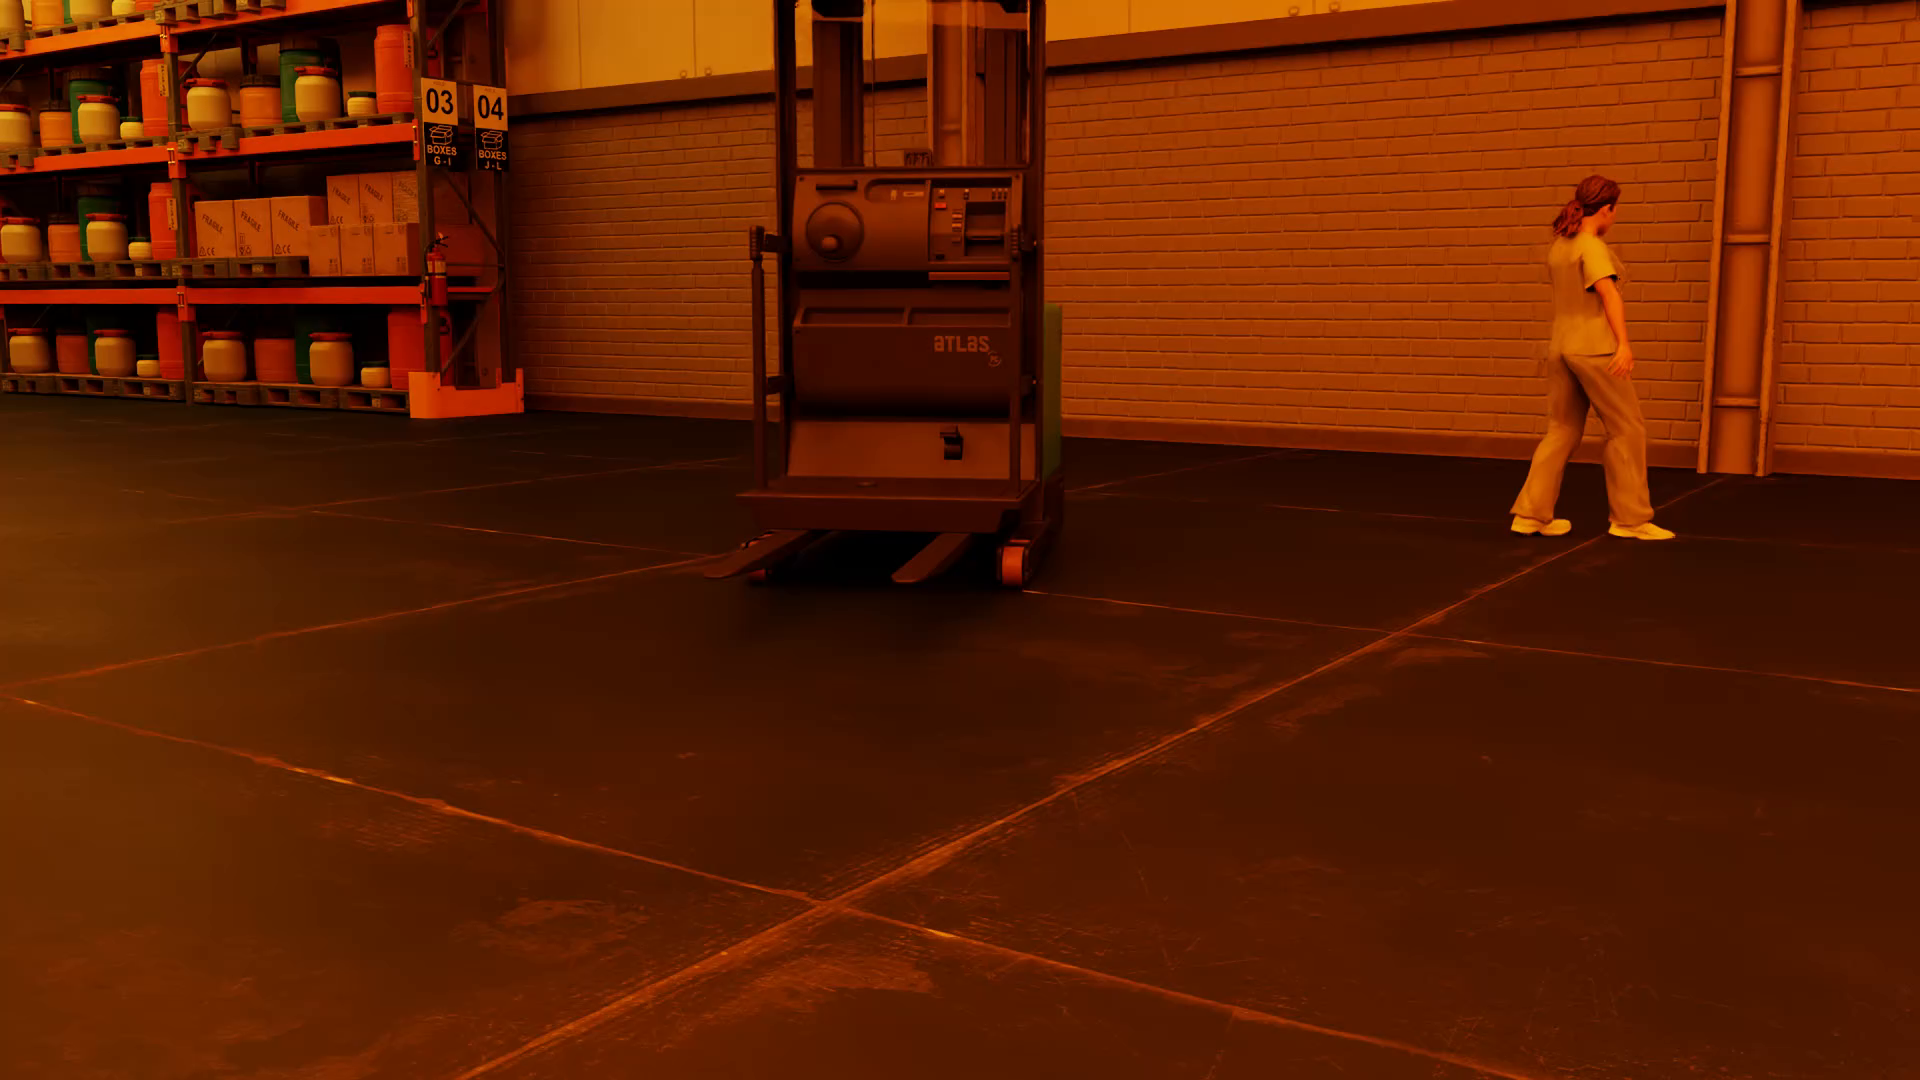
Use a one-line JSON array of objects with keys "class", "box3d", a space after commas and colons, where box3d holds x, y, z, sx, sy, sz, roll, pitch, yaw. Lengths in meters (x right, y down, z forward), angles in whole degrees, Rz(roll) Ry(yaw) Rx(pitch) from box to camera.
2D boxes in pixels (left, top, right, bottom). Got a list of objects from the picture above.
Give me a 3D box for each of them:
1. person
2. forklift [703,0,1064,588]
[{"class": "person", "box3d": [2.932, -0.817, 7.579, 0.716, 1.663, 0.870, -2, 8, -12]}, {"class": "forklift", "box3d": [-0.241, -1.320, 6.472, 1.130, 2.935, 3.031, 1, 8, 9]}]
